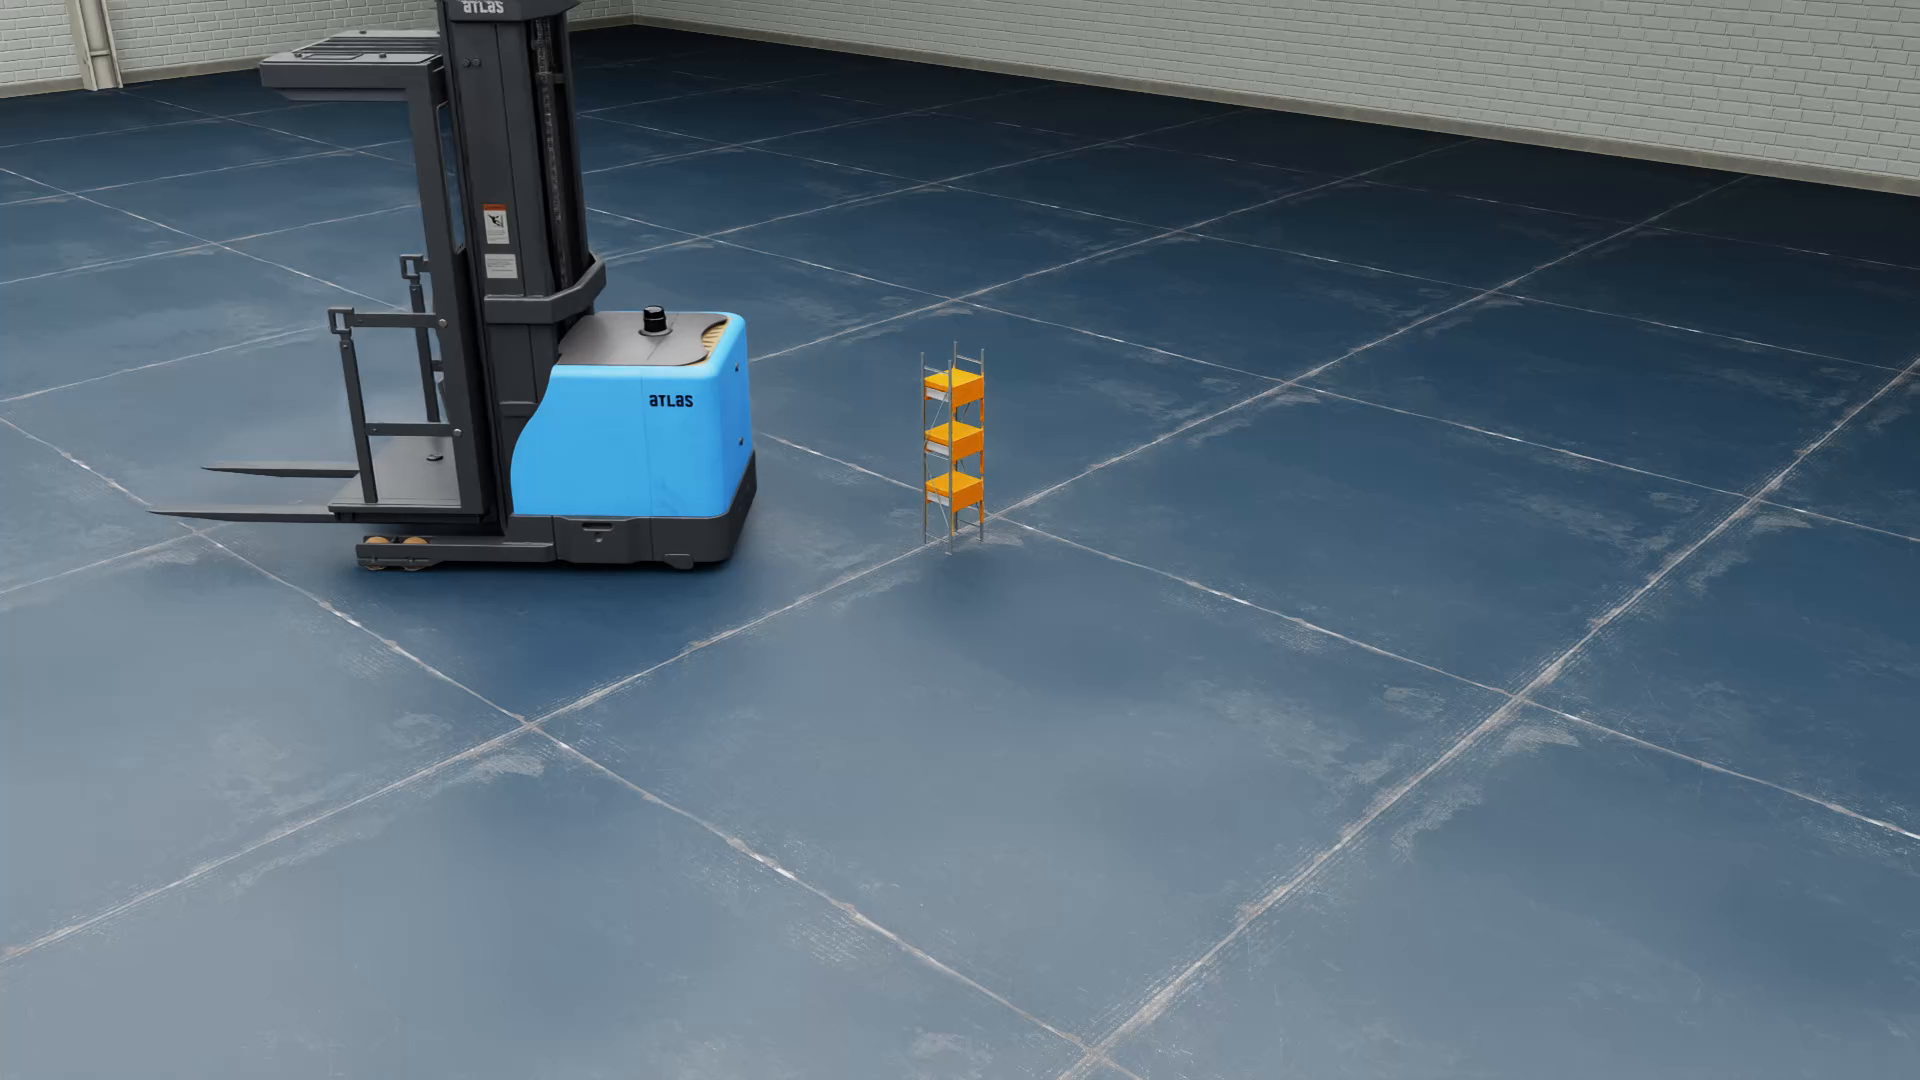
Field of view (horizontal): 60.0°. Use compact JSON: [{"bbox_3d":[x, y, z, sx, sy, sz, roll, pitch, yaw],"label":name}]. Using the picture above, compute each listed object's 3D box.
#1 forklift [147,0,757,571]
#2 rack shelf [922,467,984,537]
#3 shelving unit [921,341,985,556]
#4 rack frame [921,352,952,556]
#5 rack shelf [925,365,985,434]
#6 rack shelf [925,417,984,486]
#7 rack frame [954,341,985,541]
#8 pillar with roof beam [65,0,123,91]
[{"bbox_3d":[-2.652,-1.396,8.281,3.031,2.935,1.130,1,24,2],"label":"forklift"},{"bbox_3d":[-0.036,-0.199,8.617,0.215,0.259,0.240,20,31,38],"label":"rack shelf"},{"bbox_3d":[-0.036,-0.463,8.499,0.215,1.050,0.252,20,31,38],"label":"shelving unit"},{"bbox_3d":[-0.117,-0.426,8.416,0.200,1.050,0.008,20,31,38],"label":"rack frame"},{"bbox_3d":[-0.036,-0.712,8.387,0.215,0.259,0.240,20,31,38],"label":"rack shelf"},{"bbox_3d":[-0.036,-0.453,8.503,0.215,0.259,0.240,20,31,38],"label":"rack shelf"},{"bbox_3d":[0.046,-0.500,8.582,0.200,1.050,0.008,20,31,38],"label":"rack frame"},{"bbox_3d":[-8.250,-8.981,17.781,9.100,9.000,0.400,20,31,38],"label":"pillar with roof beam"}]
